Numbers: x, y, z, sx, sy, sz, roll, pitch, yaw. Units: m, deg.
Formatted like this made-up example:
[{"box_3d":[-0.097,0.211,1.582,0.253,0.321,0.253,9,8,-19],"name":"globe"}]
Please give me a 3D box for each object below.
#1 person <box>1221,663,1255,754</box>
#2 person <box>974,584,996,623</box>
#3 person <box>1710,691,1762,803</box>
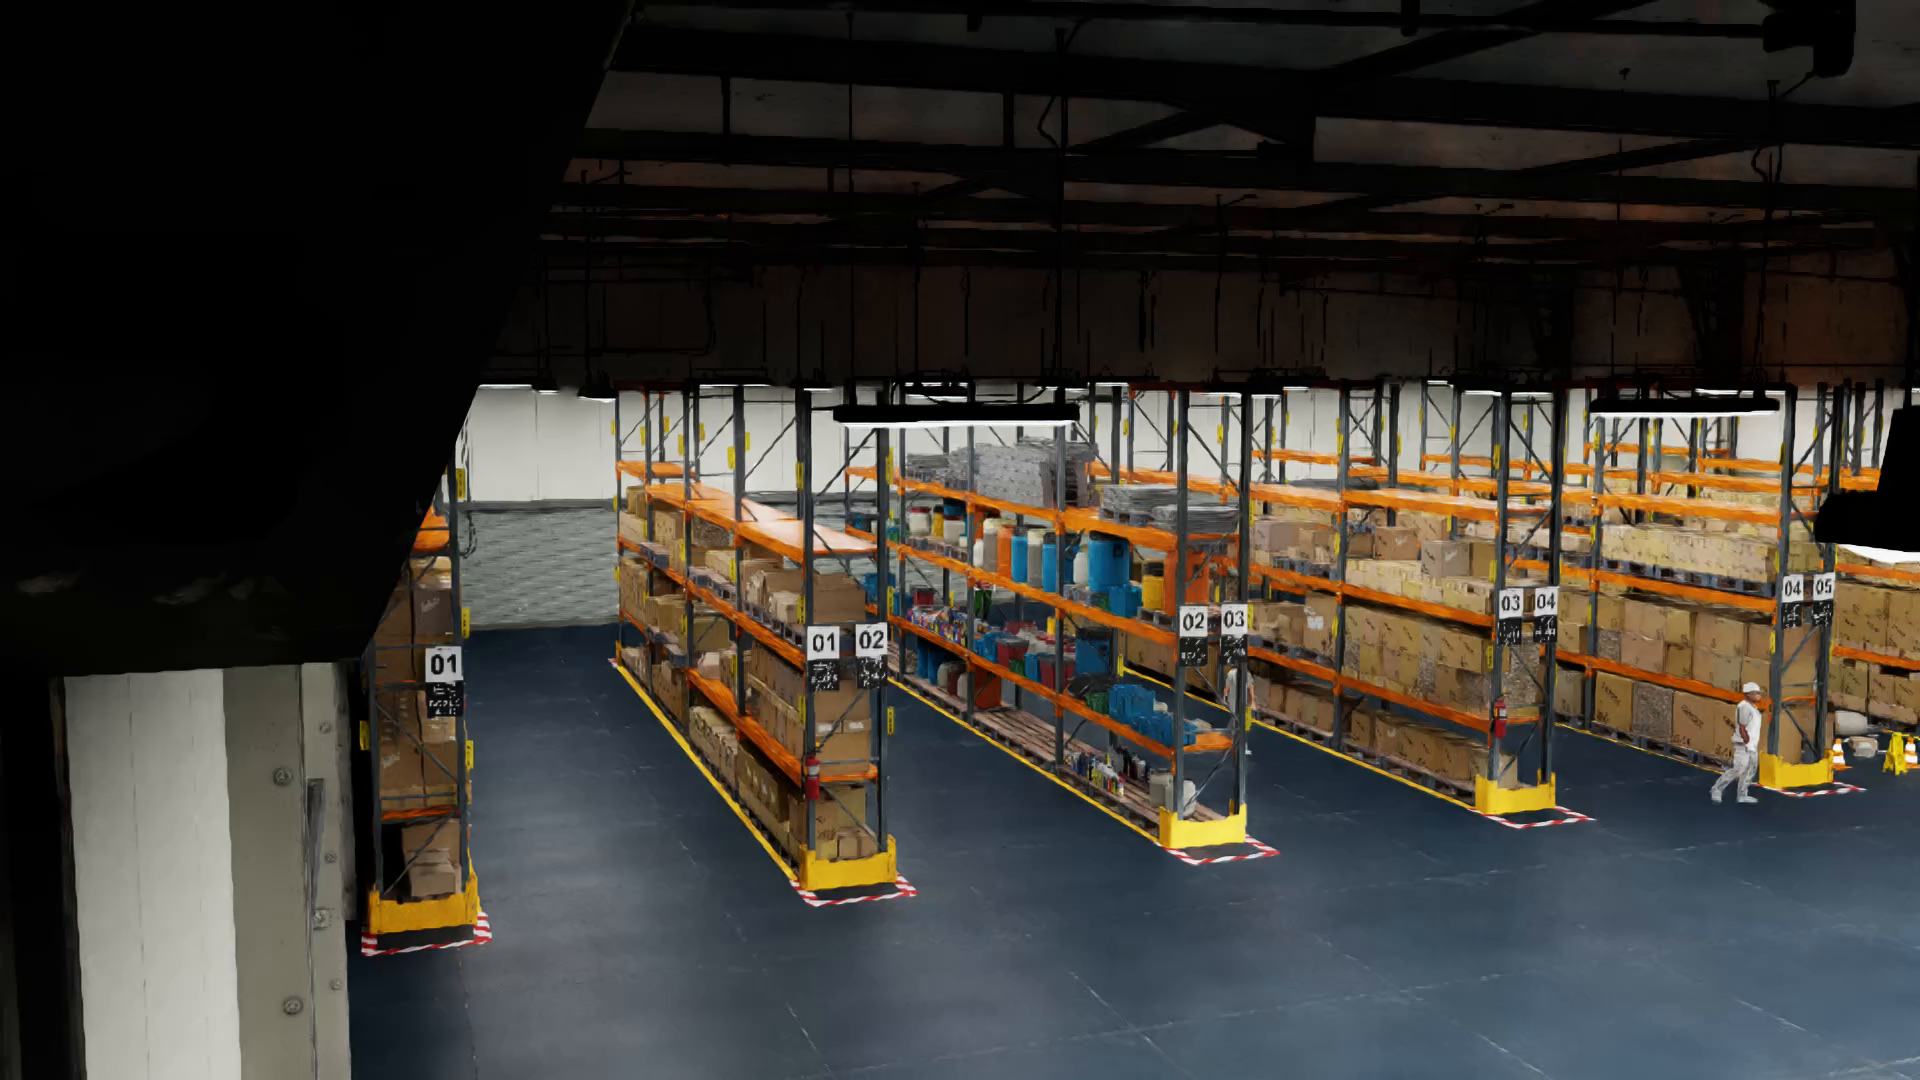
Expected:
[{"box_3d":[4.575,2.651,27.204,0.453,1.612,1.019,-2,6,-21],"name":"person"},{"box_3d":[0.554,1.220,40.486,0.677,1.694,0.515,-2,6,-20],"name":"person"},{"box_3d":[11.186,2.958,23.943,0.591,1.706,0.751,4,8,37],"name":"person"}]
